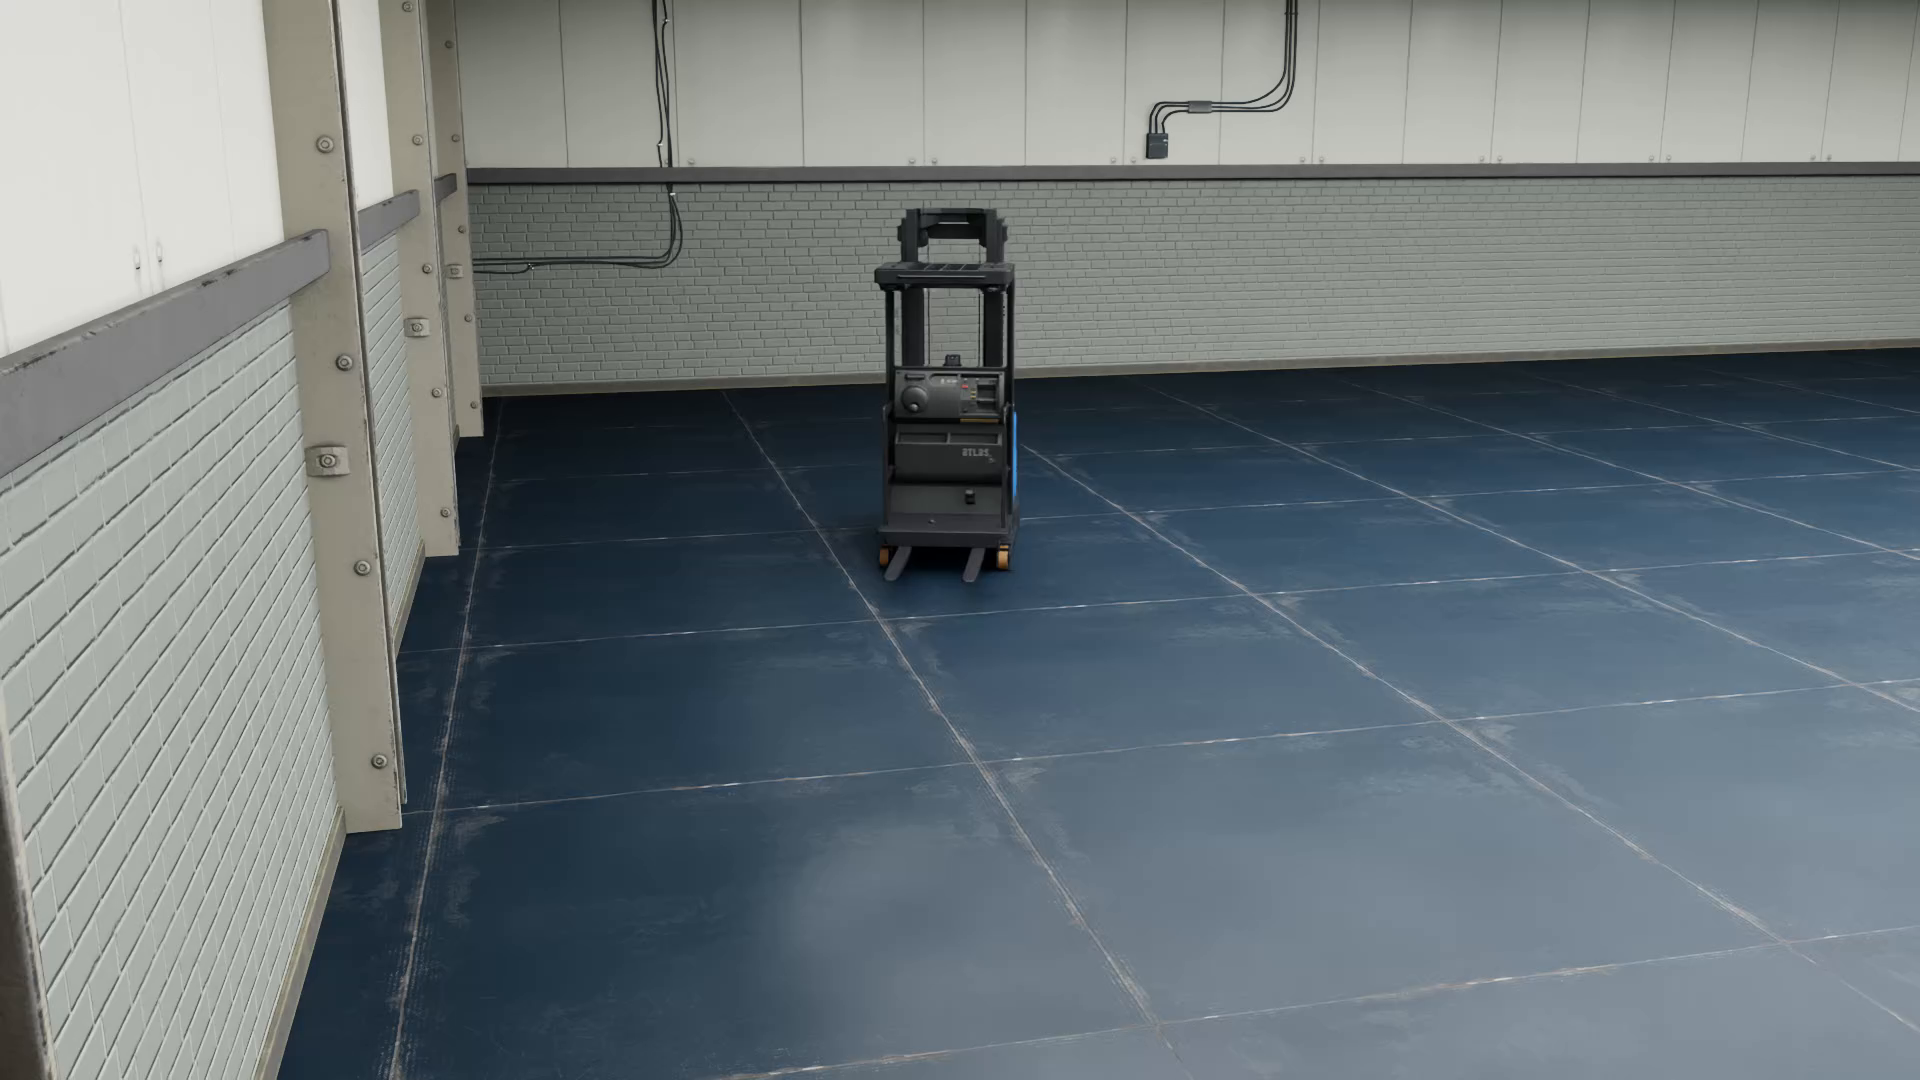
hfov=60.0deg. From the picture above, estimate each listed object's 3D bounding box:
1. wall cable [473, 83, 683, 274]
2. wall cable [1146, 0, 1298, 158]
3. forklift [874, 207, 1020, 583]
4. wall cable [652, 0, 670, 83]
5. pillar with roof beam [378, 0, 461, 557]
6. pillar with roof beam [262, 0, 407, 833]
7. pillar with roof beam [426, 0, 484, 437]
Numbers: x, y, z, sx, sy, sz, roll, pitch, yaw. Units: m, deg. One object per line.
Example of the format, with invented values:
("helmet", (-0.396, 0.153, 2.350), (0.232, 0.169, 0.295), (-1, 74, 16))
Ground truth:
("wall cable", (-5.356, -4.908, 22.598), (3.097, 2.526, 0.112), (-3, 14, -13))
("wall cable", (3.875, -8.594, 23.977), (2.305, 6.003, 0.169), (-3, 14, -13))
("forklift", (-0.106, -1.253, 13.881), (1.130, 2.935, 3.031), (1, 14, 5))
("wall cable", (-2.727, -7.512, 22.616), (3.097, 2.526, 0.112), (-3, 14, -13))
("pillar with roof beam", (-0.356, -4.519, 14.463), (9.100, 9.000, 0.400), (-3, 14, -13))
("pillar with roof beam", (1.053, -3.135, 8.798), (9.100, 9.000, 0.400), (-3, 14, -13))
("pillar with roof beam", (-1.765, -5.903, 20.129), (9.100, 9.000, 0.400), (-3, 14, -13))
